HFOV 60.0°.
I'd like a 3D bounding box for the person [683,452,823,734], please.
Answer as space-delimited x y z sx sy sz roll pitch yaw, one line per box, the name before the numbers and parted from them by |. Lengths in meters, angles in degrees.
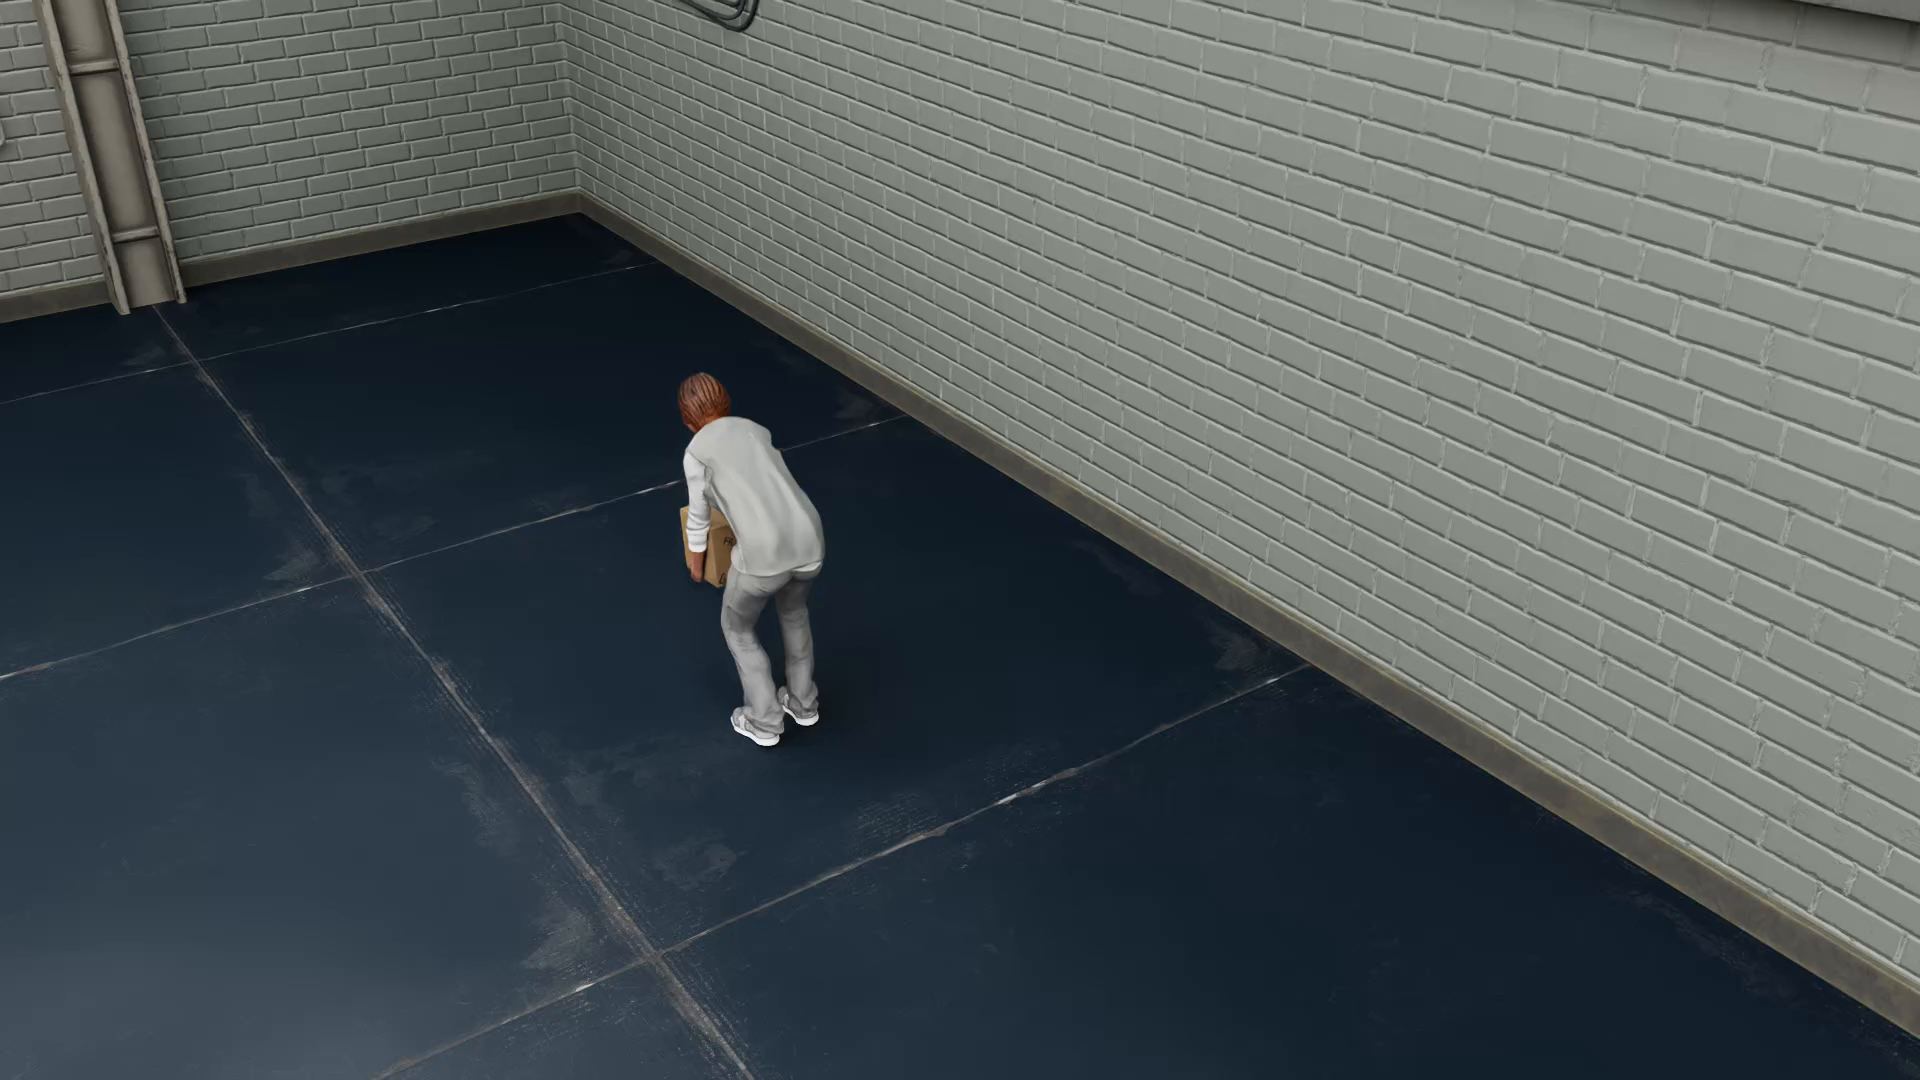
person | -0.736 0.146 6.221 0.380 1.117 0.539 -20 35 -32
